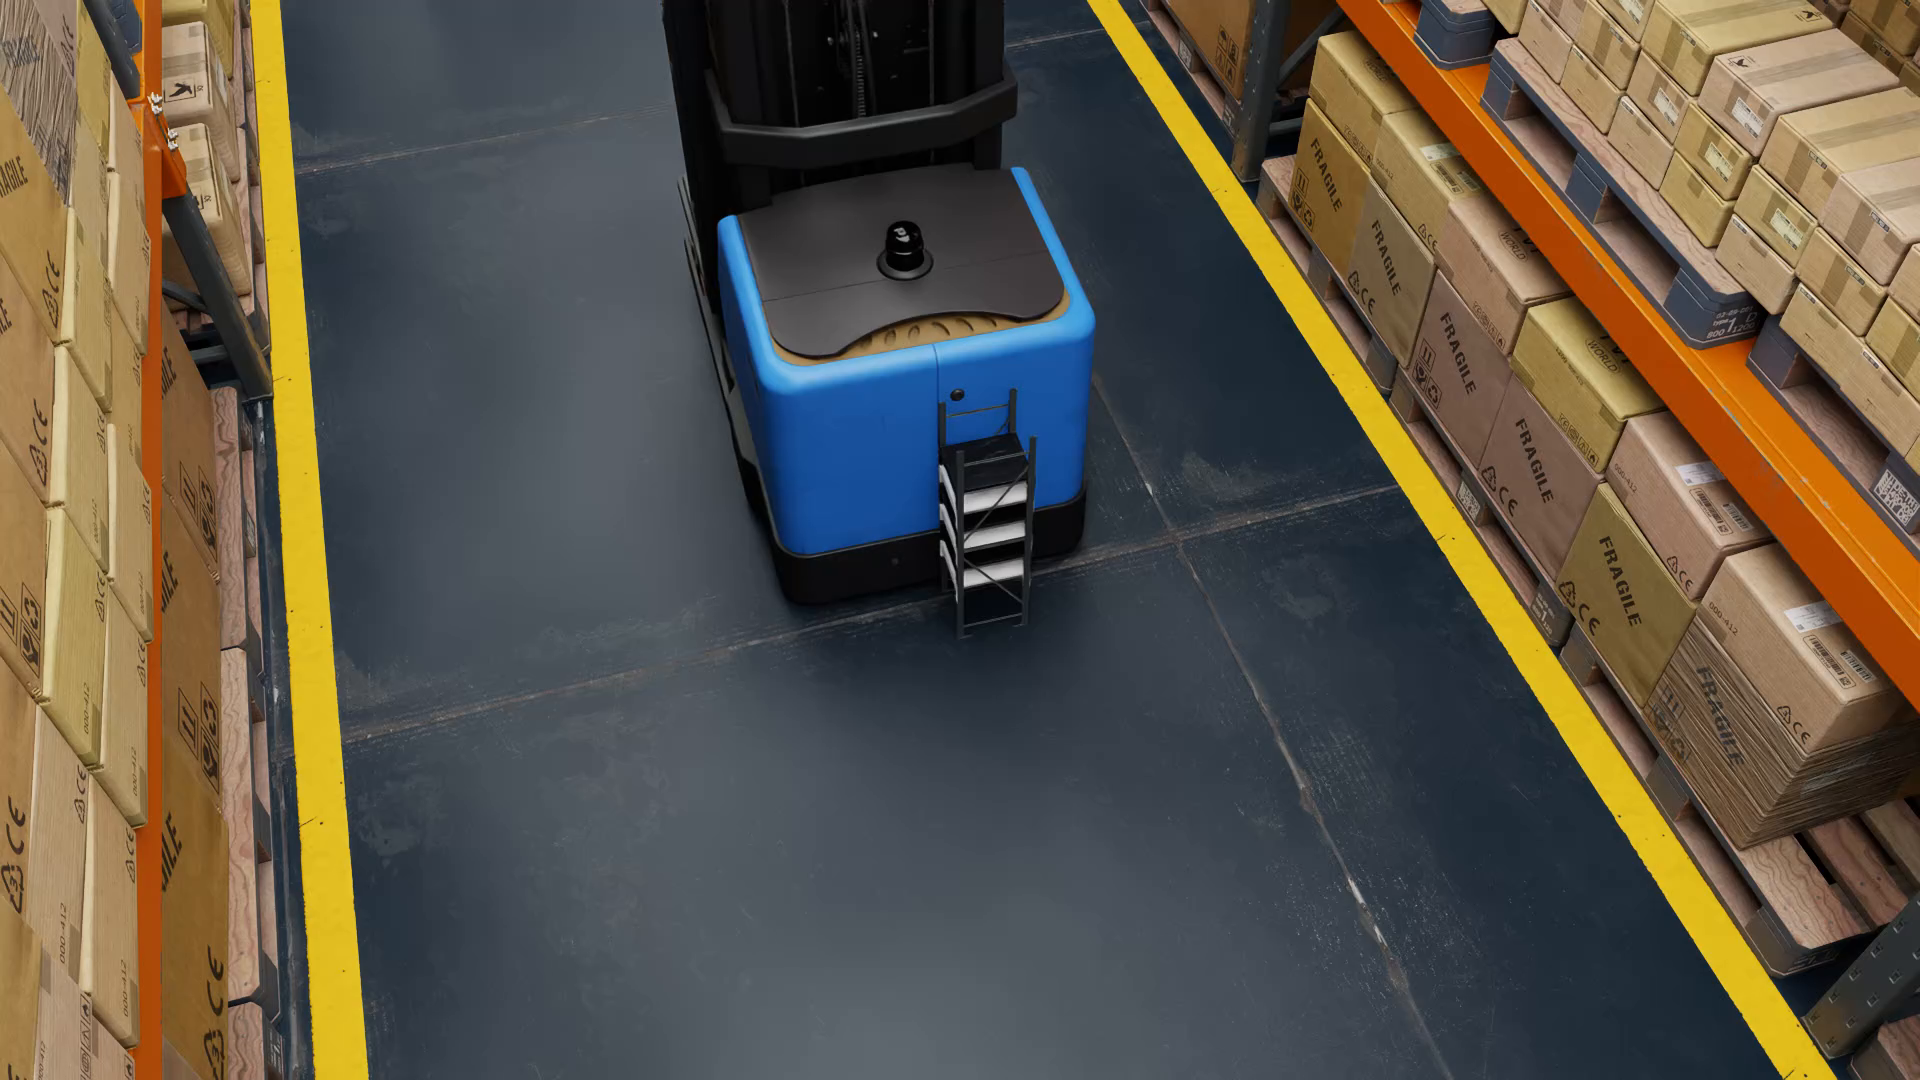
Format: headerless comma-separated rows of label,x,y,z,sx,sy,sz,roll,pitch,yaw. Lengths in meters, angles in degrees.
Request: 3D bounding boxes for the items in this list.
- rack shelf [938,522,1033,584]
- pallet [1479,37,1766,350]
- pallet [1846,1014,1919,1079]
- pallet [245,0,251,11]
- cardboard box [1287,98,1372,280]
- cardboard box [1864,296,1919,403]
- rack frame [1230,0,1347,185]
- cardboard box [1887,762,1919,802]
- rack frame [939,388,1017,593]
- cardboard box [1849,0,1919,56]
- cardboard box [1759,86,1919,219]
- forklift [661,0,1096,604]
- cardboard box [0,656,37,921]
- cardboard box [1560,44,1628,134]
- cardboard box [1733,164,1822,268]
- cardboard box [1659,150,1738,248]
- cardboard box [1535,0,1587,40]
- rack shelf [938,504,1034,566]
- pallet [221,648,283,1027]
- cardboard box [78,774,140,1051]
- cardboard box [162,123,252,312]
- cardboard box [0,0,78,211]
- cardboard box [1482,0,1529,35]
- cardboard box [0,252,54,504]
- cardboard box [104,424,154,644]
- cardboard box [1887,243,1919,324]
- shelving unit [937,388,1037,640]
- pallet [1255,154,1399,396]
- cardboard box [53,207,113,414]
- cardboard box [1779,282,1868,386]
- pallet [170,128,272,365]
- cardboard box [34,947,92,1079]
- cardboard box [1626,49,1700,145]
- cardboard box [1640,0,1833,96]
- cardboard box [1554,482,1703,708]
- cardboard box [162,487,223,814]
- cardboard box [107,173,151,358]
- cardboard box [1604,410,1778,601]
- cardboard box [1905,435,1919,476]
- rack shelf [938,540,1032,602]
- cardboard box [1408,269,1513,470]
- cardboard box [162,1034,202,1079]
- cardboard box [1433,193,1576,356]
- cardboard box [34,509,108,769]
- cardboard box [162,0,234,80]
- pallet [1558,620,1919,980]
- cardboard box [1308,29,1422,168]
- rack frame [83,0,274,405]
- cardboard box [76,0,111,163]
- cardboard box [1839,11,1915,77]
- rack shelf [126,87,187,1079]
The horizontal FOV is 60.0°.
rack shelf,0.080,0.017,5.308,0.258,0.077,0.200,-12,51,-10
pallet,2.272,-1.122,4.860,1.003,0.211,1.213,-13,51,-11
pallet,3.063,1.682,4.194,1.003,0.211,1.213,-13,51,-11
pallet,-4.003,-2.882,8.042,1.003,0.211,1.213,-13,51,-11
cardboard box,1.613,-1.376,6.309,0.500,0.500,0.500,-15,52,-13
cardboard box,2.374,-0.470,3.879,0.380,0.149,0.250,-11,51,-9
rack frame,1.647,-2.621,5.998,1.000,3.000,0.127,-13,51,-11
cardboard box,2.865,0.371,4.835,0.500,0.500,0.500,-12,51,-10
rack frame,0.053,-0.137,5.277,0.240,0.900,0.006,-12,51,-10
cardboard box,2.687,-1.477,4.534,0.380,0.149,0.250,-12,51,-10
cardboard box,2.223,-0.952,4.091,0.380,0.149,0.250,-15,51,-12
forklift,-0.458,-1.891,5.428,1.130,2.935,3.031,-12,51,-10
cardboard box,-1.901,0.387,2.742,0.500,0.500,0.500,-14,51,-11
cardboard box,1.981,-1.335,4.803,0.380,0.149,0.250,-13,51,-10
cardboard box,2.213,-0.859,4.207,0.380,0.149,0.250,-16,52,-13
cardboard box,2.135,-0.950,4.478,0.380,0.149,0.250,-11,51,-9
cardboard box,1.910,-1.615,4.844,0.380,0.149,0.250,-13,51,-11
rack shelf,0.080,-0.041,5.240,0.258,0.077,0.200,-12,51,-10
pallet,-2.533,0.953,4.808,1.003,0.211,1.213,-13,51,-11
cardboard box,-1.901,0.783,3.226,0.500,0.250,0.500,-14,51,-12
cardboard box,-3.209,-1.131,6.186,0.950,0.372,0.625,-16,52,-13
cardboard box,-2.489,-1.091,3.988,0.500,0.500,0.500,-13,51,-10
cardboard box,1.827,-1.713,5.122,0.380,0.149,0.250,-11,51,-9
cardboard box,-2.206,-0.356,3.368,0.500,0.500,0.500,-14,51,-12
cardboard box,-2.176,0.038,3.854,0.500,0.250,0.500,-14,51,-12
cardboard box,2.370,-0.580,3.777,0.380,0.149,0.250,-15,51,-12
shelving unit,0.080,-0.062,5.214,0.258,0.900,0.210,-12,51,-10
pallet,1.877,-1.151,6.582,1.003,0.211,1.213,-13,51,-11
cardboard box,-2.340,-0.501,3.982,0.500,0.250,0.500,-15,51,-12
cardboard box,2.301,-0.554,4.145,0.380,0.149,0.250,-16,52,-13
pallet,-3.281,-1.100,6.539,1.003,0.211,1.213,-13,51,-11
cardboard box,-1.729,0.996,2.720,0.500,0.250,0.500,-15,51,-12
cardboard box,2.064,-1.236,4.525,0.380,0.149,0.250,-12,51,-10
cardboard box,2.059,-1.343,4.421,0.380,0.149,0.250,-14,51,-11
cardboard box,2.219,0.113,5.053,0.500,0.500,0.500,-14,51,-12
cardboard box,-2.667,0.297,4.652,0.875,0.875,0.875,-13,51,-11
cardboard box,-2.488,-0.699,4.476,0.500,0.250,0.500,-12,51,-10
cardboard box,2.229,-0.136,4.773,0.500,0.250,0.500,-11,51,-9
cardboard box,2.446,-0.189,3.837,0.380,0.149,0.250,-13,51,-11
rack shelf,0.080,0.075,5.377,0.258,0.077,0.200,-12,51,-10
cardboard box,1.921,-0.636,5.684,0.500,0.500,0.500,-14,51,-12
cardboard box,-2.128,1.608,3.547,0.875,0.875,0.875,-12,51,-10
cardboard box,1.904,-0.899,5.416,0.500,0.250,0.500,-13,51,-11
cardboard box,-2.034,0.247,3.351,0.500,0.250,0.500,-13,51,-11
cardboard box,-3.654,-2.223,7.107,0.950,0.372,0.625,-12,51,-10
pallet,2.598,0.631,5.080,1.003,0.211,1.213,-13,51,-11
cardboard box,1.620,-1.634,6.035,0.500,0.250,0.500,-15,52,-13
rack frame,-3.052,-1.428,4.992,1.000,3.000,0.127,-13,51,-11
cardboard box,-2.666,-1.244,4.608,0.500,0.250,0.500,-13,51,-11
cardboard box,2.688,-1.383,4.649,0.380,0.149,0.250,-14,51,-12
rack shelf,-2.460,0.265,4.035,1.077,0.370,4.000,-13,51,-11
